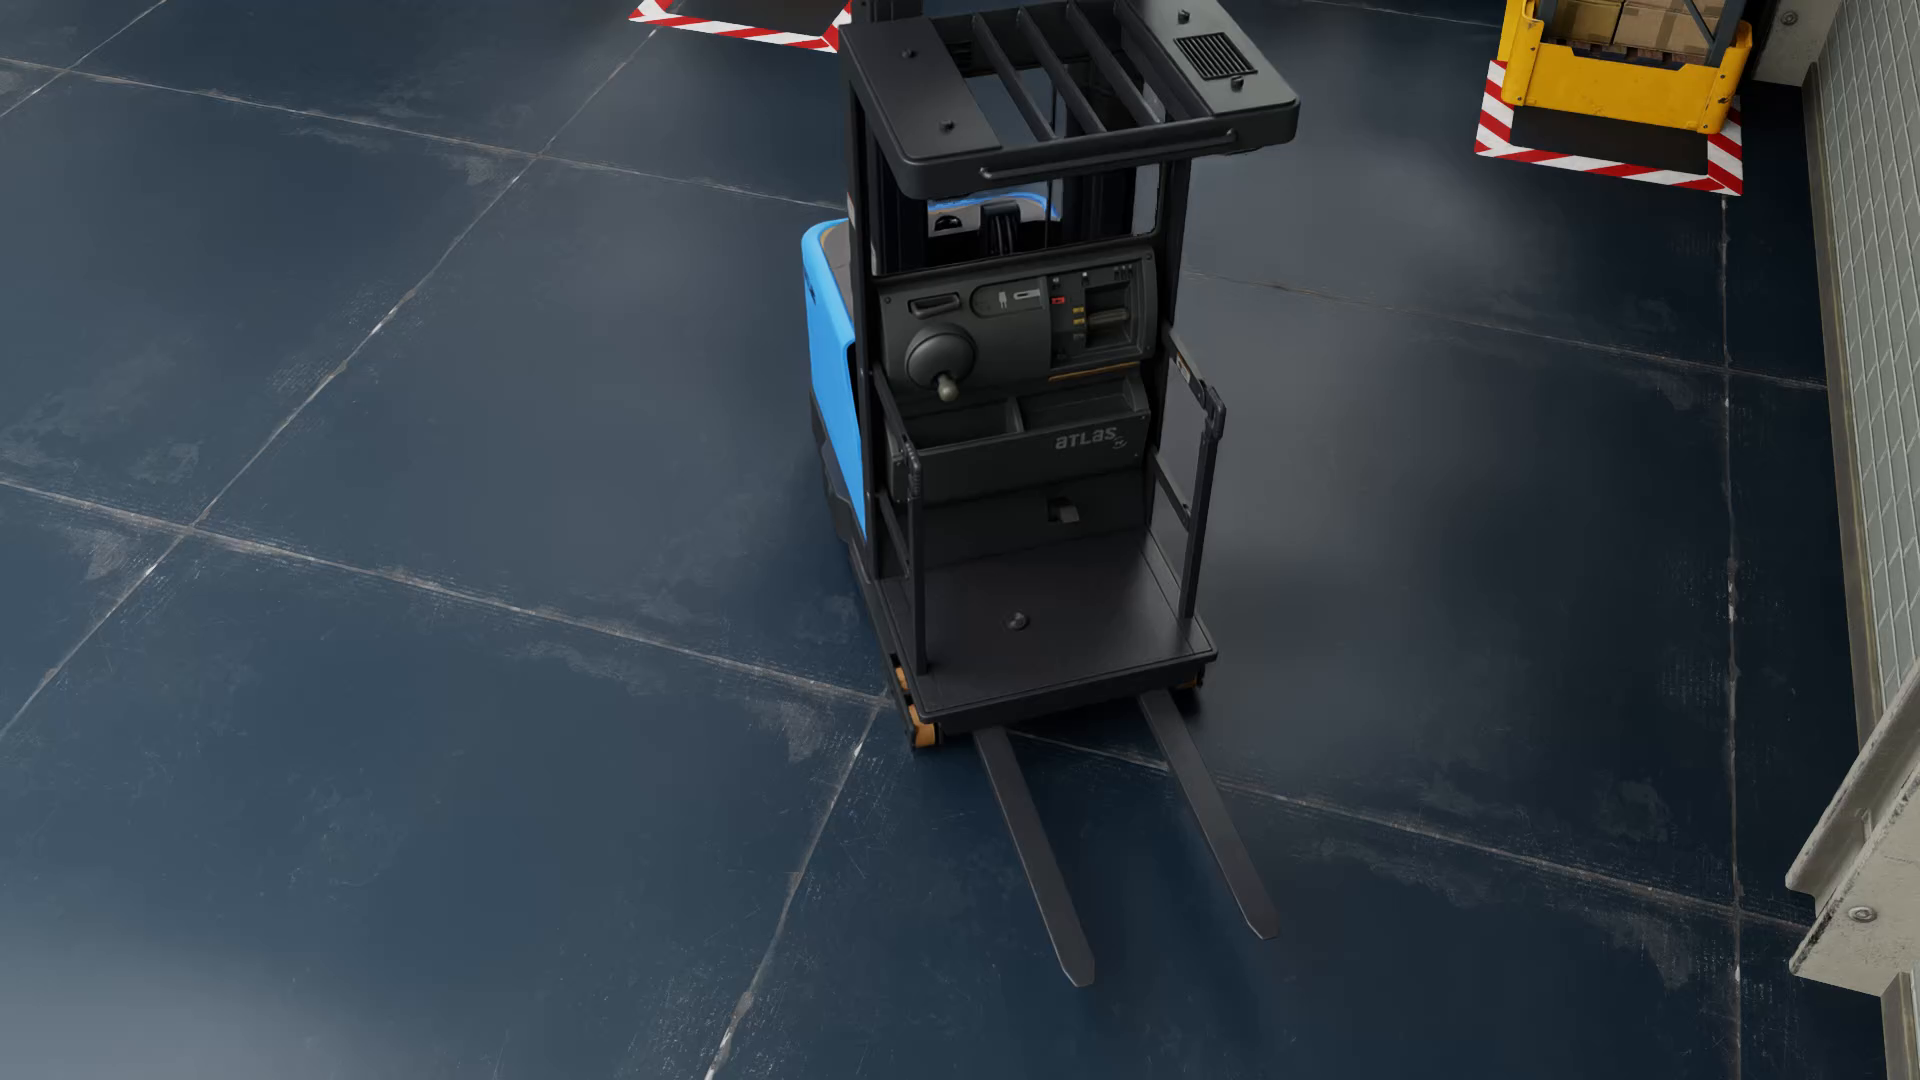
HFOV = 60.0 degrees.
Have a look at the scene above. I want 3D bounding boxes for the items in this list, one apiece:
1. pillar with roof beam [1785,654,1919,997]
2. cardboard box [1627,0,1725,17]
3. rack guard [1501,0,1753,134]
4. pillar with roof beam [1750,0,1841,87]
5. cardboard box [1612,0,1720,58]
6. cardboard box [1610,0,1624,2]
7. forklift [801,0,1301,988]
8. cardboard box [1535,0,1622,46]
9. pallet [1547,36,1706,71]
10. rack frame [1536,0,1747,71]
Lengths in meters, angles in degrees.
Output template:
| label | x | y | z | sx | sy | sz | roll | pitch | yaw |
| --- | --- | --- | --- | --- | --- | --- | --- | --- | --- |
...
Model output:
| label | x | y | z | sx | sy | sz | roll | pitch | yaw |
| --- | --- | --- | --- | --- | --- | --- | --- | --- | --- |
| pillar with roof beam | -1.236 | -2.838 | 3.216 | 9.100 | 9.000 | 0.400 | 13 | 46 | 13 |
| cardboard box | 3.955 | -3.124 | 9.106 | 0.500 | 0.250 | 0.500 | 13 | 46 | 13 |
| rack guard | 3.607 | -2.599 | 9.048 | 1.175 | 0.500 | 0.348 | 13 | 46 | 13 |
| pillar with roof beam | 0.581 | -6.837 | 7.303 | 9.100 | 9.000 | 0.400 | 13 | 46 | 13 |
| cardboard box | 3.949 | -2.961 | 9.297 | 0.500 | 0.250 | 0.500 | 13 | 46 | 13 |
| cardboard box | 3.464 | -3.245 | 9.230 | 0.500 | 0.250 | 0.500 | 12 | 46 | 12 |
| forklift | 0.261 | -0.612 | 5.279 | 1.130 | 2.935 | 3.031 | -11 | 45 | -11 |
| cardboard box | 3.456 | -3.056 | 9.394 | 0.500 | 0.250 | 0.500 | 13 | 46 | 13 |
| pallet | 3.806 | -3.030 | 9.696 | 1.003 | 0.211 | 1.213 | 13 | 46 | 13 |
| rack frame | 3.614 | -3.508 | 8.190 | 1.000 | 3.000 | 0.127 | 13 | 46 | 13 |
